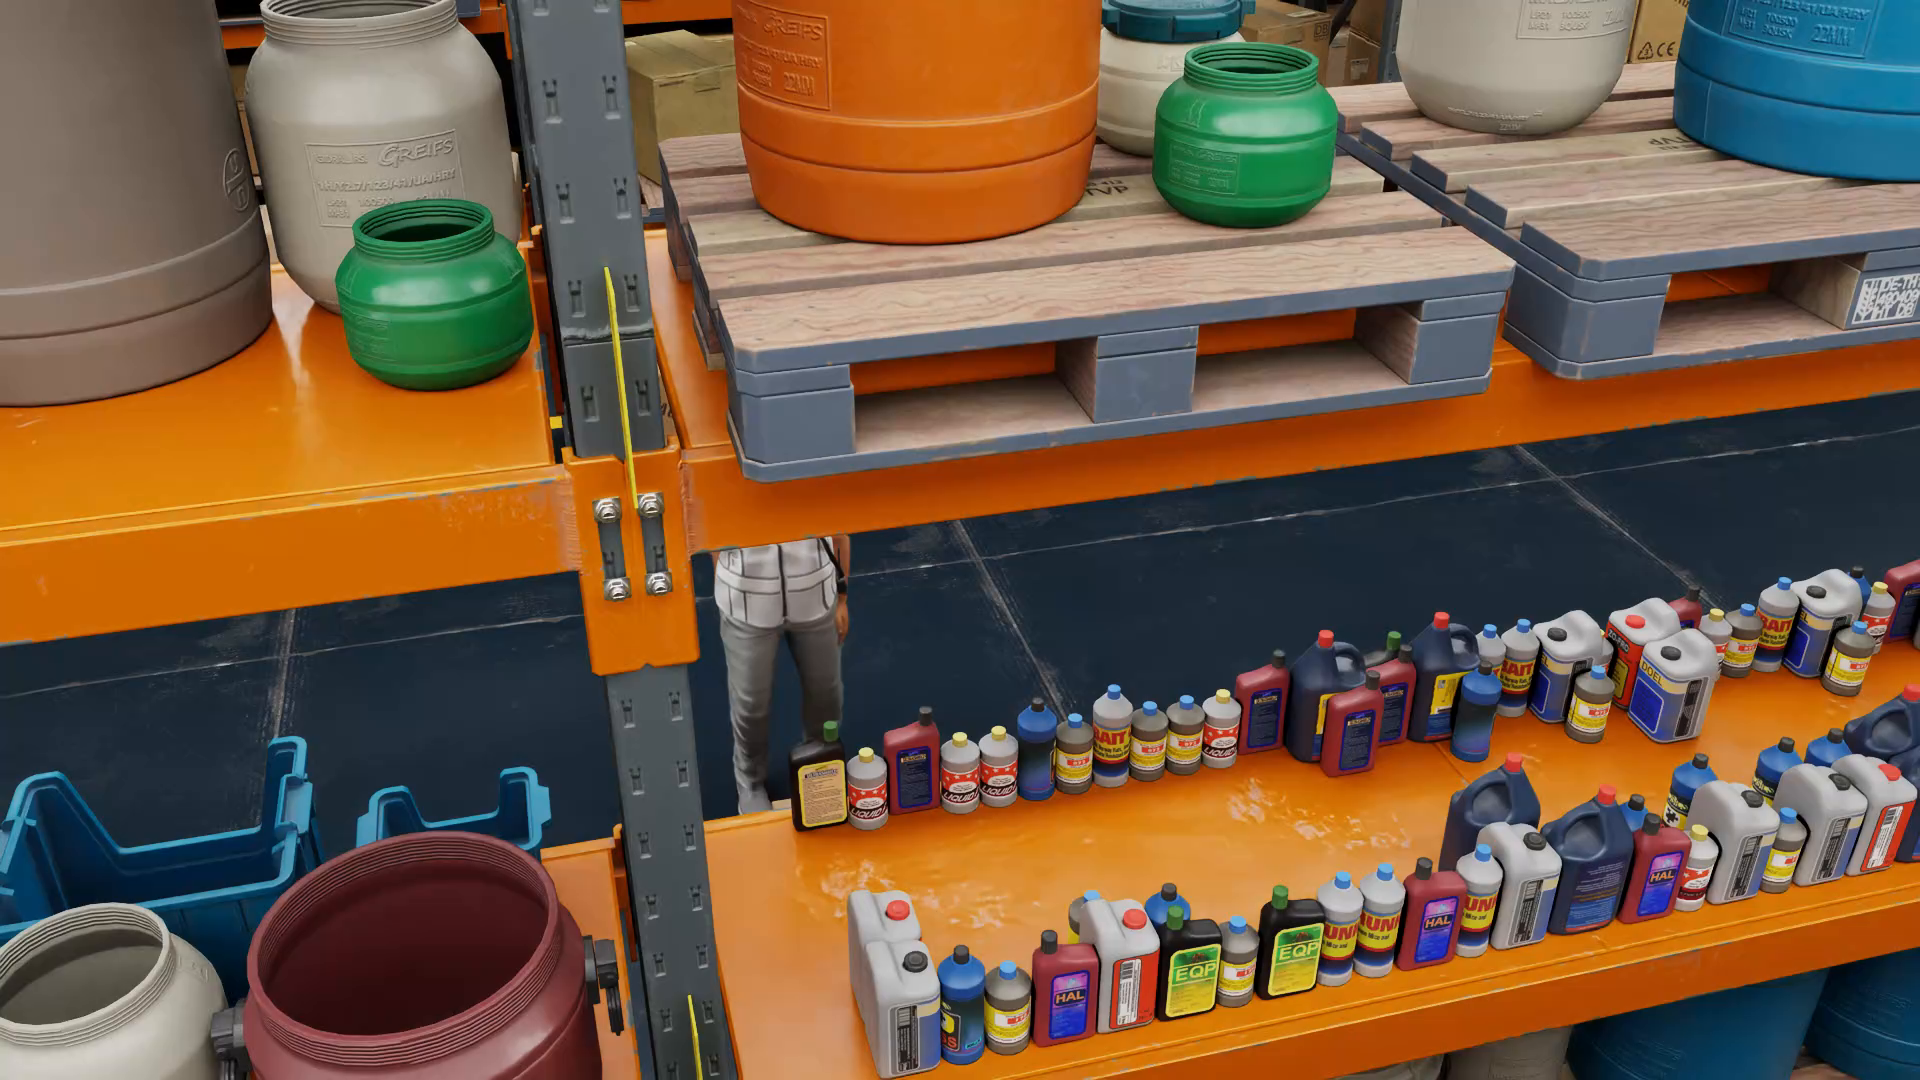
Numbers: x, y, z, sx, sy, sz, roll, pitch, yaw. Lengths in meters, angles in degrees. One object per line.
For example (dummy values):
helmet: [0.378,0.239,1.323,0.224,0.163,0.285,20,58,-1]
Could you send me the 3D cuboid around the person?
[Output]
person: [-0.604,0.233,5.750,0.474,1.653,0.389,-7,31,-12]
